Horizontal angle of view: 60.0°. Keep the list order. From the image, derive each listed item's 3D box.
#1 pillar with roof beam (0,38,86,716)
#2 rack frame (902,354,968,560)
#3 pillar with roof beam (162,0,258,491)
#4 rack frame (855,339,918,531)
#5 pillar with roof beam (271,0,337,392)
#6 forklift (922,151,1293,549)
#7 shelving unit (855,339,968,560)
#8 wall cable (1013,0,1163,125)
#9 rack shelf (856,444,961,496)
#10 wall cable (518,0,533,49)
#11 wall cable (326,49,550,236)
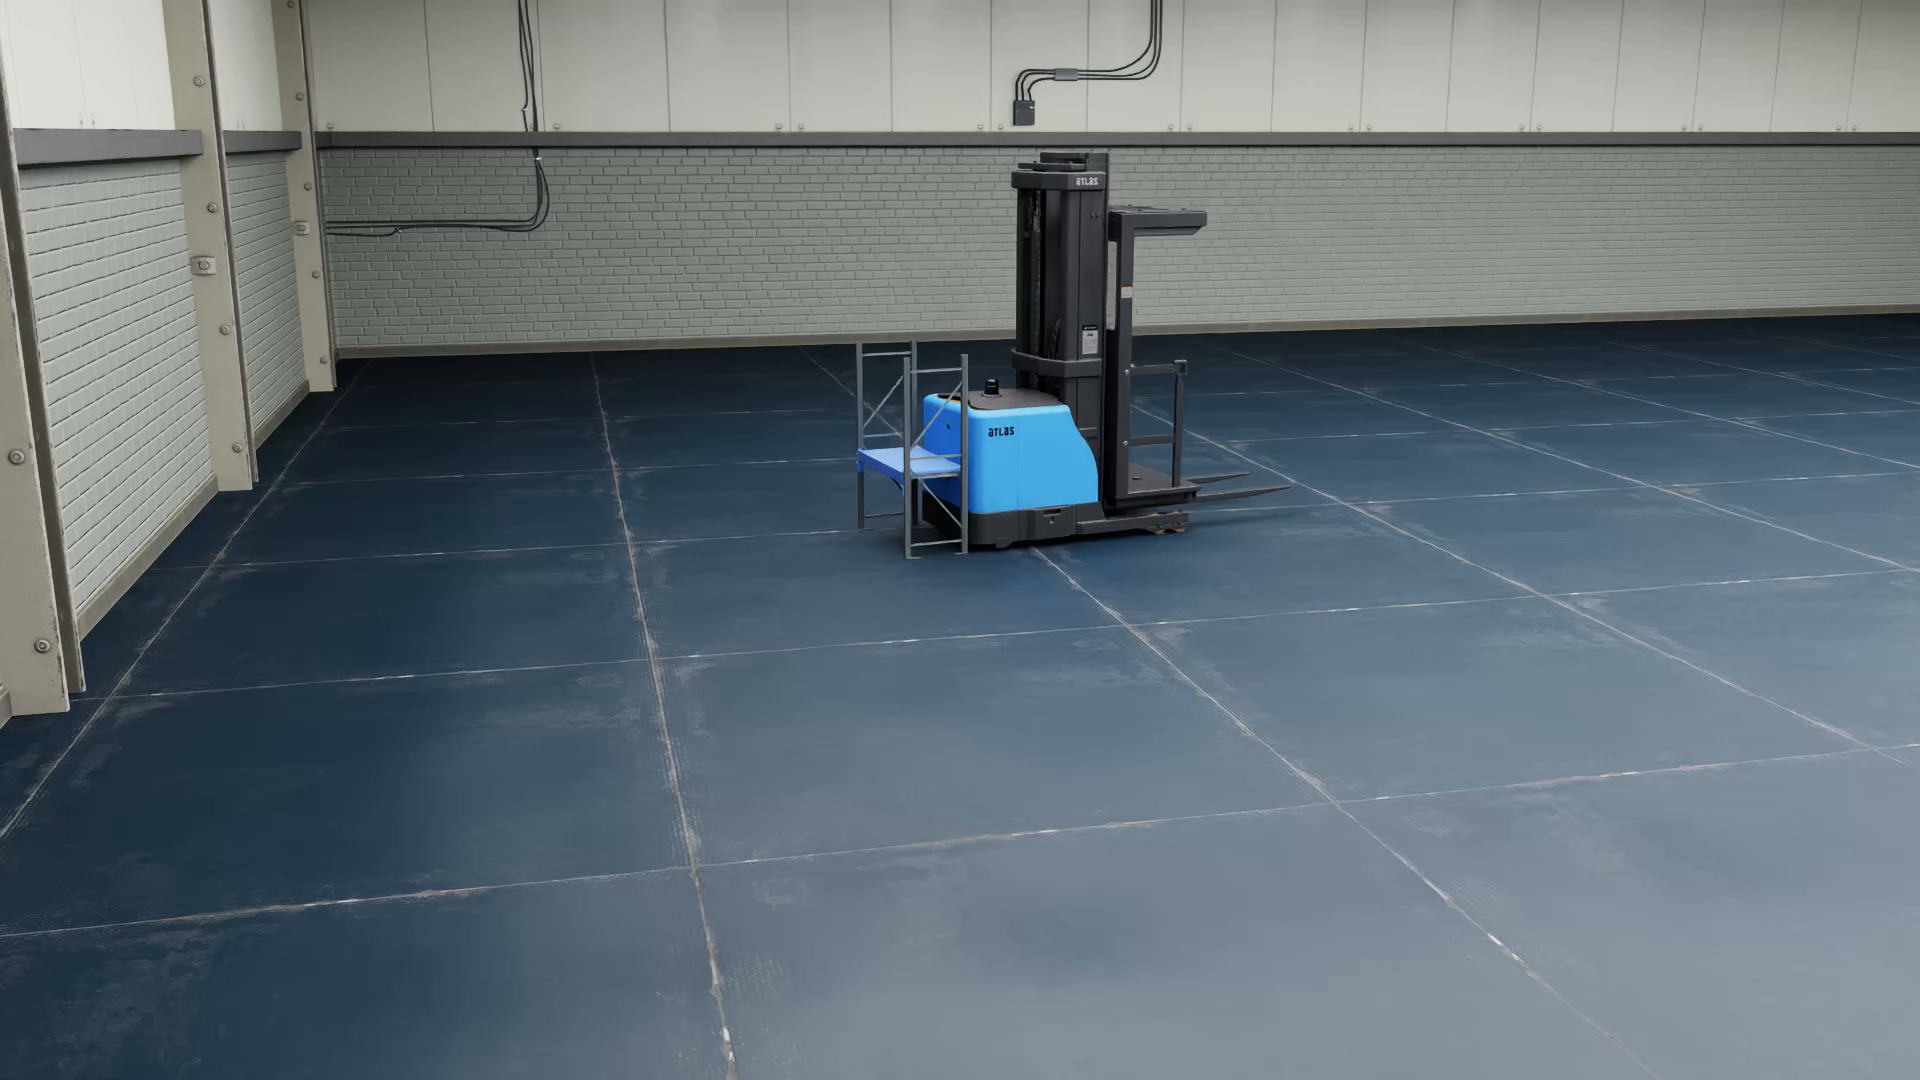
[{"bbox_3d":[-0.891,-3.710,9.154,9.100,9.000,0.400,-3,14,-13],"label":"pillar with roof beam"},{"bbox_3d":[-0.179,-0.606,12.247,0.500,1.500,0.032,-6,15,-22],"label":"rack frame"},{"bbox_3d":[-2.300,-5.095,14.819,9.100,9.000,0.400,-3,14,-13],"label":"pillar with roof beam"},{"bbox_3d":[-0.576,-0.828,13.156,0.500,1.500,0.032,-6,15,-22],"label":"rack frame"},{"bbox_3d":[-3.709,-6.479,20.485,9.100,9.000,0.400,-3,14,-13],"label":"pillar with roof beam"},{"bbox_3d":[1.257,-1.573,13.190,3.031,2.935,1.130,-6,15,-24],"label":"forklift"},{"bbox_3d":[-0.378,-0.717,12.701,0.538,1.500,1.048,-6,15,-22],"label":"shelving unit"},{"bbox_3d":[1.932,-9.170,24.333,2.305,6.003,0.169,-3,14,-13],"label":"wall cable"},{"bbox_3d":[-0.378,-0.542,12.744,0.538,0.185,1.000,-6,15,-22],"label":"rack shelf"},{"bbox_3d":[-4.670,-8.088,22.972,3.097,2.526,0.112,-3,14,-13],"label":"wall cable"},{"bbox_3d":[-7.300,-5.484,22.955,3.097,2.526,0.112,-3,14,-13],"label":"wall cable"}]
